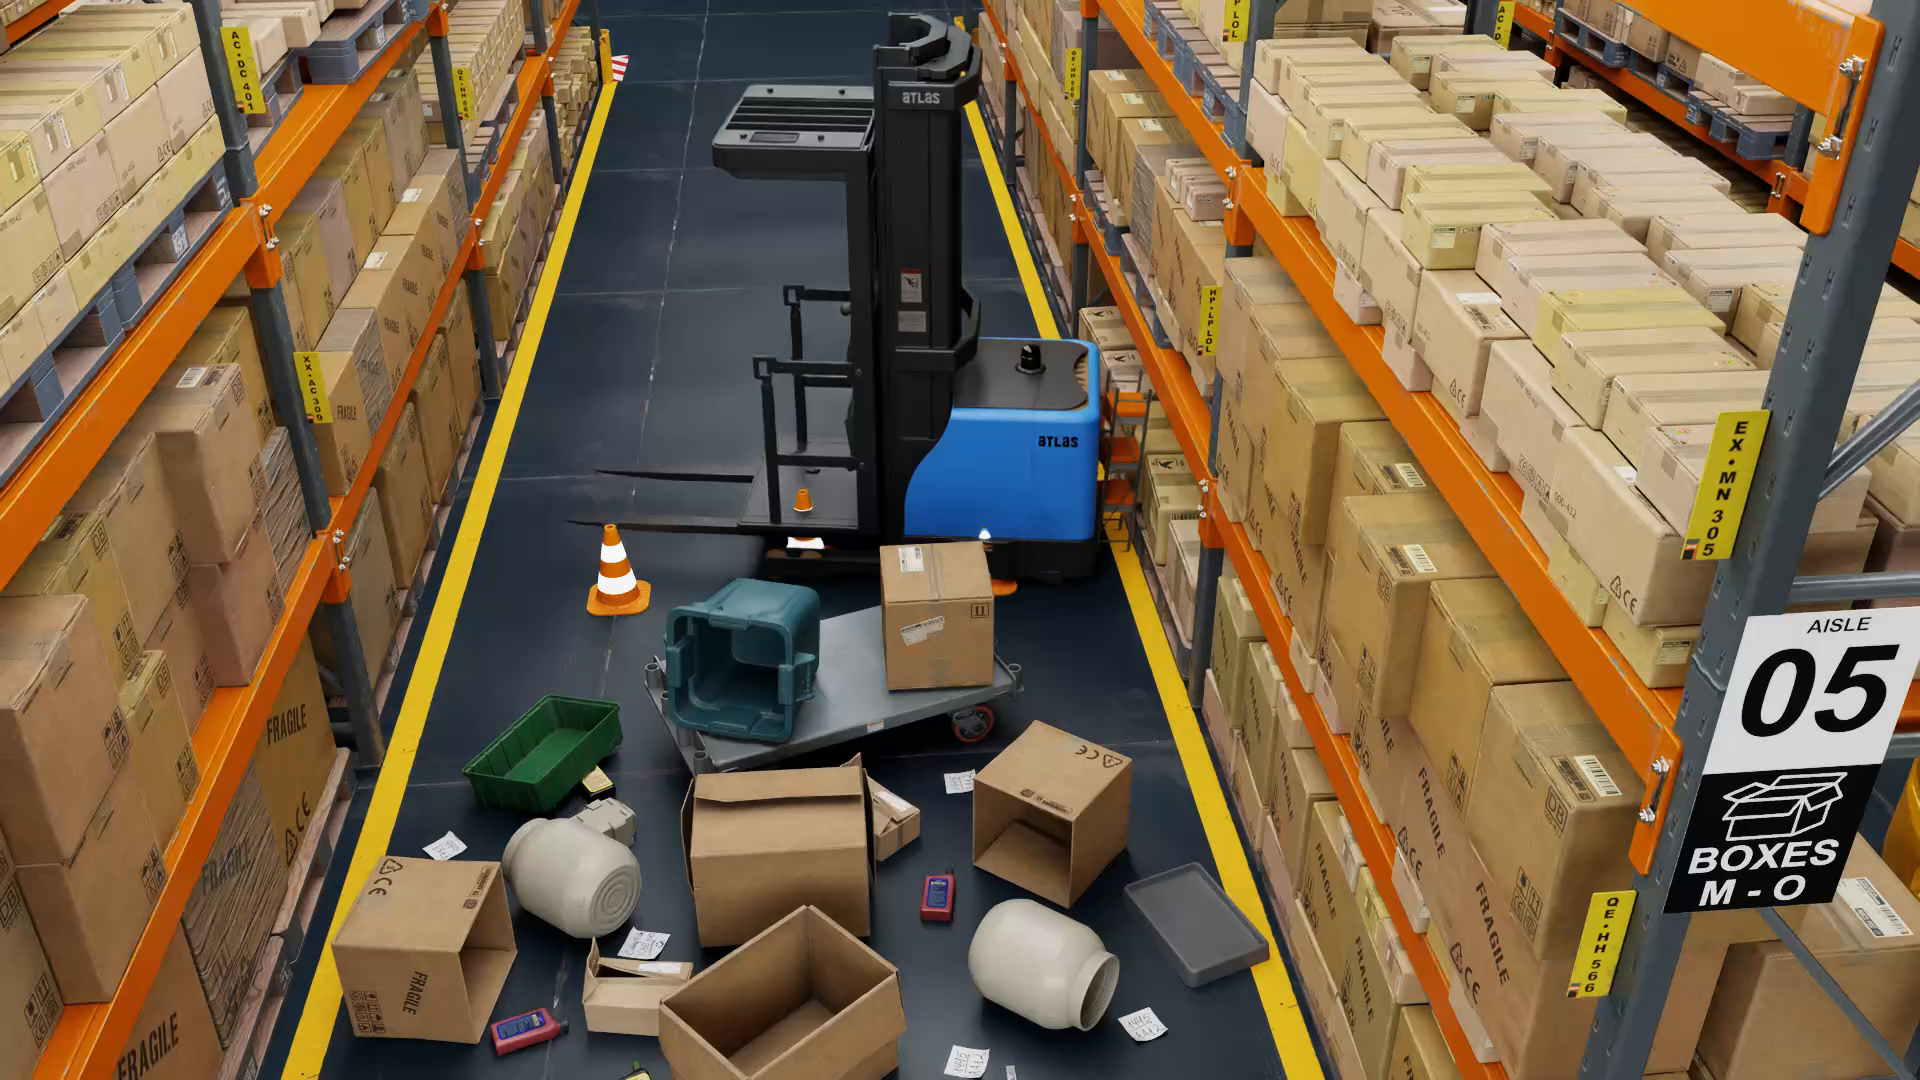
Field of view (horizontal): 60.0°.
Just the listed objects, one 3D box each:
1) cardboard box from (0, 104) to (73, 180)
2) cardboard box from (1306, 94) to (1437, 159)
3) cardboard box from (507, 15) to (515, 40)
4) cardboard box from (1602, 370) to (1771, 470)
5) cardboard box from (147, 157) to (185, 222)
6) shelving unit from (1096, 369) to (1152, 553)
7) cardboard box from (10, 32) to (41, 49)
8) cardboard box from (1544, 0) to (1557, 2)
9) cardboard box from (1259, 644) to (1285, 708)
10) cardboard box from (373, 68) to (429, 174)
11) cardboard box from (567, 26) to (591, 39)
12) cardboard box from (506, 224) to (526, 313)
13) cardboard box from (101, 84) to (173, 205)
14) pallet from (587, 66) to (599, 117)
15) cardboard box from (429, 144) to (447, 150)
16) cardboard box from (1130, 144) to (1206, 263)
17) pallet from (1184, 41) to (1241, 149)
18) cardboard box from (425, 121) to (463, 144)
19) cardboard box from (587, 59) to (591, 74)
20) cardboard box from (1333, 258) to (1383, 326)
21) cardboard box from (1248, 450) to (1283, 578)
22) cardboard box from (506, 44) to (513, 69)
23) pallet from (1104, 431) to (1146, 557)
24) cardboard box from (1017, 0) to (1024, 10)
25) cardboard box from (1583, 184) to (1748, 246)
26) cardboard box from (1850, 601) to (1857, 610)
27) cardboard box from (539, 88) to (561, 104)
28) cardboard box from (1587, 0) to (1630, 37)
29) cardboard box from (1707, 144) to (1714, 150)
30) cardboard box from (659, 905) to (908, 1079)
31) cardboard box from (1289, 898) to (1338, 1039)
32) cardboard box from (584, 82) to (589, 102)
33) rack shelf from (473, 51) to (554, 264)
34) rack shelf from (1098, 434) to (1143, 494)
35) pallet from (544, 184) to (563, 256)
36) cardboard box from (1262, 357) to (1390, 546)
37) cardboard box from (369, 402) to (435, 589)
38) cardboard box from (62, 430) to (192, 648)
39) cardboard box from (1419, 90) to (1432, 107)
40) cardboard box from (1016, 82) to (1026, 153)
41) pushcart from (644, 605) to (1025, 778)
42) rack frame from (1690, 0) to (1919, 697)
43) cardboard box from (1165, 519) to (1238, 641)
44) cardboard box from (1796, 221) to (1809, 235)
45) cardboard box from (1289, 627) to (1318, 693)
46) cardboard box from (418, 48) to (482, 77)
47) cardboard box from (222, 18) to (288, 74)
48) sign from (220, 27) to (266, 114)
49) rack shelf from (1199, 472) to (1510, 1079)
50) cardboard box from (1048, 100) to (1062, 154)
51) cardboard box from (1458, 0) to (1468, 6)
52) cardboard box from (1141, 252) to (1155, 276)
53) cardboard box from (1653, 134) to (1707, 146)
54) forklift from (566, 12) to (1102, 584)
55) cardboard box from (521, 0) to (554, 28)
[{"bbox_3d":[-2.795,-1.134,4.758,0.380,0.149,0.250,-3,31,-5],"label":"cardboard box"},{"bbox_3d":[1.426,-1.437,5.773,0.380,0.149,0.250,-3,31,-5],"label":"cardboard box"},{"bbox_3d":[-3.732,-4.034,13.124,0.380,0.149,0.250,-1,31,-2],"label":"cardboard box"},{"bbox_3d":[1.717,-0.265,3.811,0.380,0.149,0.250,-2,31,-4],"label":"cardboard box"},{"bbox_3d":[-2.862,-1.176,5.607,0.380,0.149,0.250,-2,31,-4],"label":"cardboard box"},{"bbox_3d":[0.902,-0.441,9.450,0.215,1.050,0.252,0,32,-7],"label":"shelving unit"},{"bbox_3d":[-9.025,-4.171,15.470,0.875,0.875,0.875,-3,31,-5],"label":"cardboard box"},{"bbox_3d":[5.559,-5.129,15.268,0.500,0.250,0.500,-2,31,-3],"label":"cardboard box"},{"bbox_3d":[1.443,0.550,6.812,0.380,0.149,0.250,-2,31,-3],"label":"cardboard box"},{"bbox_3d":[-3.606,-2.489,9.919,0.700,0.500,0.500,-3,31,-5],"label":"cardboard box"},{"bbox_3d":[-4.083,-5.285,17.463,0.380,0.149,0.250,-2,31,-4],"label":"cardboard box"},{"bbox_3d":[-3.500,-1.984,12.174,0.500,0.500,0.500,-2,31,-4],"label":"cardboard box"},{"bbox_3d":[-2.915,-1.281,5.394,0.500,0.250,0.500,-3,31,-5],"label":"cardboard box"},{"bbox_3d":[-4.337,-4.678,17.377,1.003,0.211,1.213,-3,31,-5],"label":"pallet"},{"bbox_3d":[-3.479,-2.557,10.941,0.380,0.149,0.250,-3,31,-5],"label":"cardboard box"},{"bbox_3d":[1.244,-1.853,9.130,0.500,0.500,0.500,-4,31,-6],"label":"cardboard box"},{"bbox_3d":[1.703,-2.020,7.465,1.213,0.211,1.003,-3,31,-5],"label":"pallet"},{"bbox_3d":[-3.483,-2.703,10.895,0.380,0.149,0.250,-1,31,-2],"label":"cardboard box"},{"bbox_3d":[-4.001,-4.894,17.099,0.380,0.149,0.250,-4,31,-7],"label":"cardboard box"},{"bbox_3d":[1.473,-0.840,5.550,0.380,0.149,0.250,-3,31,-6],"label":"cardboard box"},{"bbox_3d":[1.489,-0.170,6.723,0.500,0.500,0.500,-3,31,-5],"label":"cardboard box"},{"bbox_3d":[-3.708,-3.780,12.989,0.380,0.149,0.250,-4,31,-7],"label":"cardboard box"},{"bbox_3d":[1.464,-0.318,10.076,1.003,0.211,1.213,-3,31,-5],"label":"pallet"},{"bbox_3d":[0.737,-4.553,13.374,0.500,0.500,0.500,-3,31,-5],"label":"cardboard box"},{"bbox_3d":[2.088,-0.943,4.945,0.380,0.149,0.250,-2,31,-4],"label":"cardboard box"},{"bbox_3d":[2.207,0.055,4.053,0.380,0.149,0.250,-4,31,-6],"label":"cardboard box"},{"bbox_3d":[-3.924,-4.089,15.460,0.380,0.149,0.250,-4,31,-6],"label":"cardboard box"},{"bbox_3d":[5.720,-4.518,13.882,0.700,0.500,0.500,-2,31,-4],"label":"cardboard box"},{"bbox_3d":[6.327,-3.239,13.644,0.380,0.149,0.250,-4,31,-7],"label":"cardboard box"},{"bbox_3d":[-0.656,1.845,6.170,0.637,0.503,0.797,27,40,37],"label":"cardboard box"},{"bbox_3d":[1.590,1.618,6.388,0.500,0.250,0.500,-4,31,-6],"label":"cardboard box"},{"bbox_3d":[-3.942,-4.510,16.747,0.380,0.149,0.250,-4,31,-7],"label":"cardboard box"},{"bbox_3d":[-3.825,-2.959,12.480,1.077,0.370,4.000,-3,31,-5],"label":"rack shelf"},{"bbox_3d":[0.901,-0.432,9.455,0.215,0.259,0.240,0,32,-7],"label":"rack shelf"},{"bbox_3d":[-3.937,-2.694,14.055,1.003,0.211,1.213,-3,31,-5],"label":"pallet"},{"bbox_3d":[1.526,-0.338,6.029,0.700,0.500,0.500,-3,31,-6],"label":"cardboard box"},{"bbox_3d":[-3.498,-0.224,8.984,1.050,0.750,0.750,-3,31,-5],"label":"cardboard box"},{"bbox_3d":[-3.183,0.015,5.600,0.875,0.550,0.550,-3,31,-5],"label":"cardboard box"},{"bbox_3d":[1.964,-1.631,6.486,0.500,0.250,0.500,-3,31,-5],"label":"cardboard box"},{"bbox_3d":[0.956,-3.983,15.583,0.875,0.438,0.875,-3,31,-5],"label":"cardboard box"},{"bbox_3d":[-0.610,0.768,8.097,1.648,0.377,0.936,-14,33,-22],"label":"pushcart"},{"bbox_3d":[2.029,-1.026,2.693,1.000,3.000,0.127,-3,31,-5],"label":"rack frame"},{"bbox_3d":[1.603,0.187,8.665,0.950,0.372,0.625,-2,31,-4],"label":"cardboard box"},{"bbox_3d":[5.969,-2.088,12.348,0.500,0.500,0.500,-2,31,-3],"label":"cardboard box"},{"bbox_3d":[1.475,0.445,6.326,0.380,0.149,0.250,-3,31,-4],"label":"cardboard box"},{"bbox_3d":[-3.586,-3.355,11.698,0.380,0.149,0.250,-1,31,-2],"label":"cardboard box"},{"bbox_3d":[-3.114,-2.149,7.235,0.250,0.149,0.380,-3,31,-5],"label":"cardboard box"},{"bbox_3d":[-2.712,-1.775,6.291,0.100,0.325,0.005,-3,31,-5],"label":"sign"},{"bbox_3d":[1.842,0.837,6.125,1.077,0.370,4.000,-3,31,-5],"label":"rack shelf"},{"bbox_3d":[0.912,-2.977,11.955,0.500,0.250,0.500,-2,31,-4],"label":"cardboard box"},{"bbox_3d":[5.438,-5.651,18.311,0.797,0.503,0.637,-4,31,-7],"label":"cardboard box"},{"bbox_3d":[1.229,-1.605,9.348,0.380,0.149,0.250,-2,31,-3],"label":"cardboard box"},{"bbox_3d":[5.856,-3.207,13.589,0.380,0.149,0.250,-3,31,-4],"label":"cardboard box"},{"bbox_3d":[-0.723,-1.298,9.064,3.031,2.935,1.130,2,31,3],"label":"forklift"},{"bbox_3d":[-3.807,-4.724,14.346,0.500,0.500,0.500,-3,31,-5],"label":"cardboard box"}]
